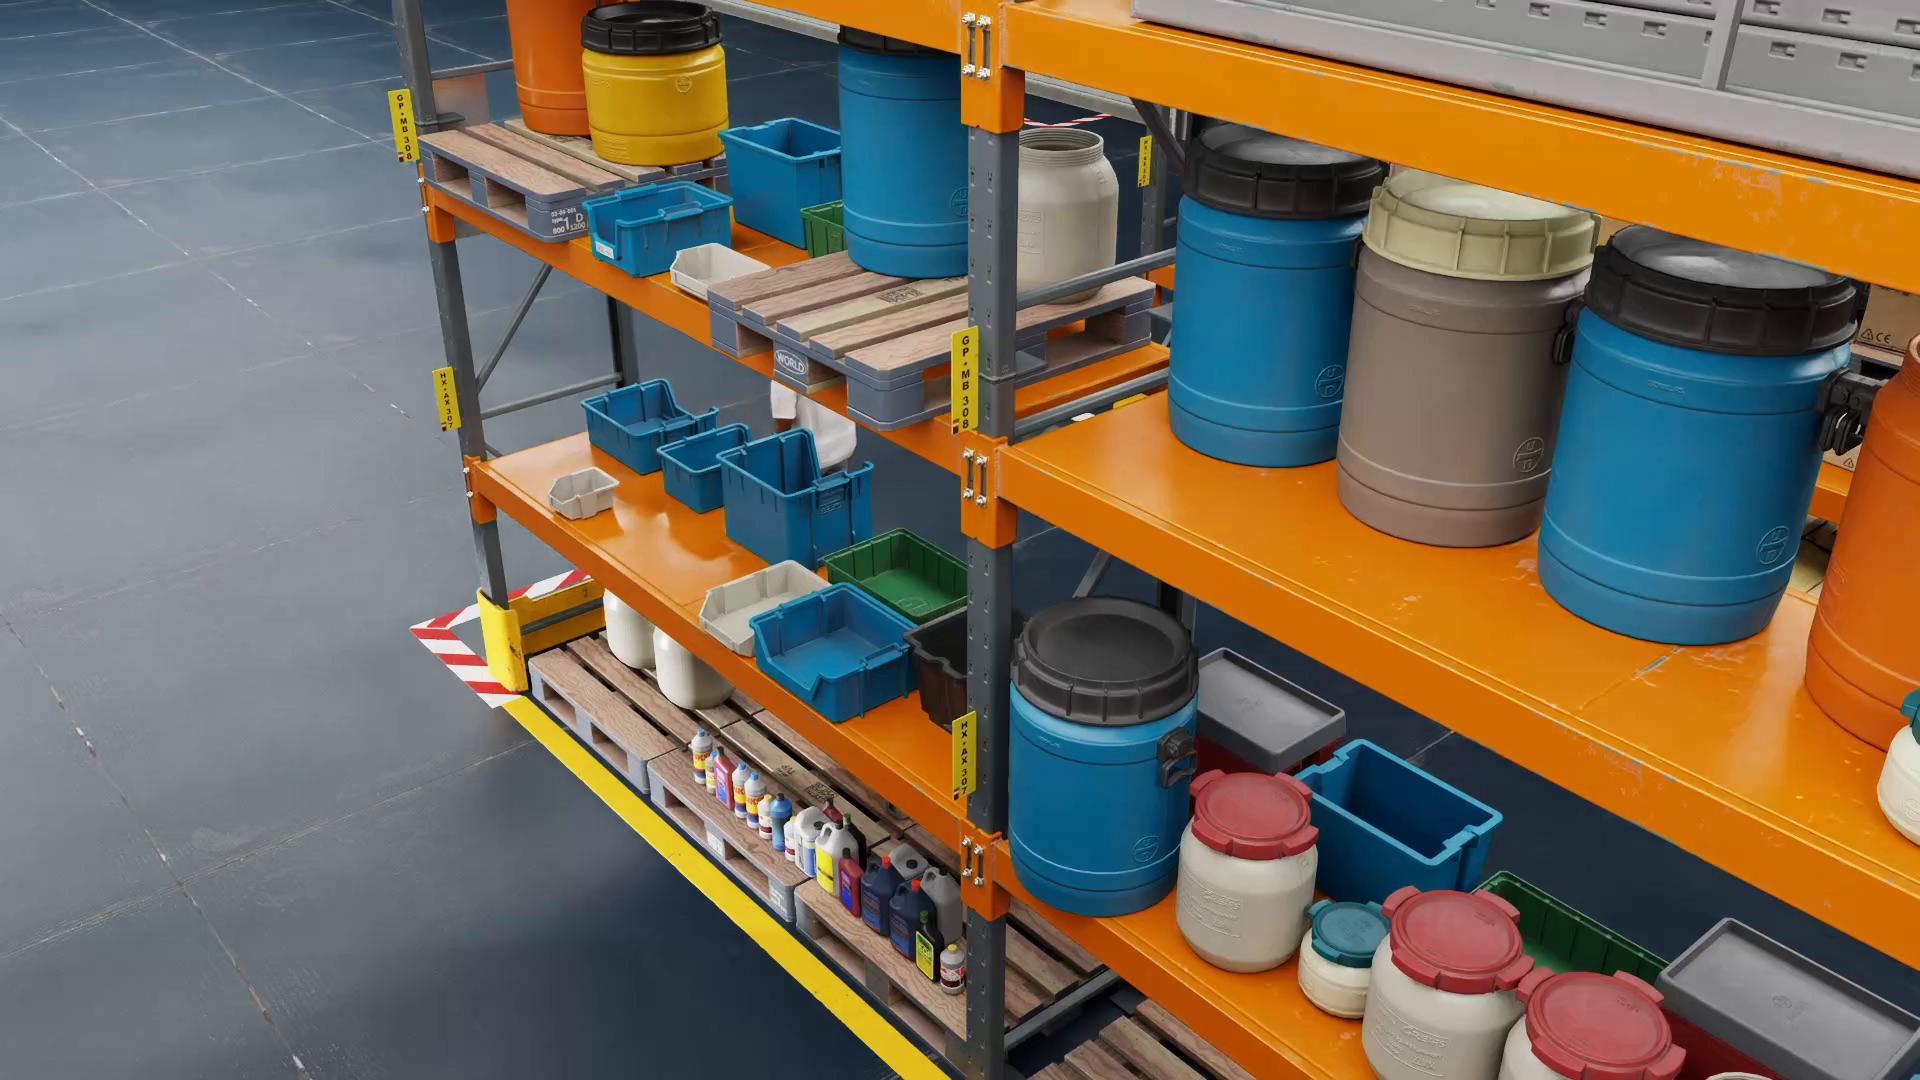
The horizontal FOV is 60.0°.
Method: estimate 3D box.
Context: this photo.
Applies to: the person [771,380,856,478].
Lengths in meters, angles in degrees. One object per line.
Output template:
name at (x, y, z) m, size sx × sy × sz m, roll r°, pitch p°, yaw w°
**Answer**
person at (-0.848, -0.531, 9.602) m, size 0.632 × 1.759 × 0.462 m, roll -24°, pitch 36°, yaw -38°
